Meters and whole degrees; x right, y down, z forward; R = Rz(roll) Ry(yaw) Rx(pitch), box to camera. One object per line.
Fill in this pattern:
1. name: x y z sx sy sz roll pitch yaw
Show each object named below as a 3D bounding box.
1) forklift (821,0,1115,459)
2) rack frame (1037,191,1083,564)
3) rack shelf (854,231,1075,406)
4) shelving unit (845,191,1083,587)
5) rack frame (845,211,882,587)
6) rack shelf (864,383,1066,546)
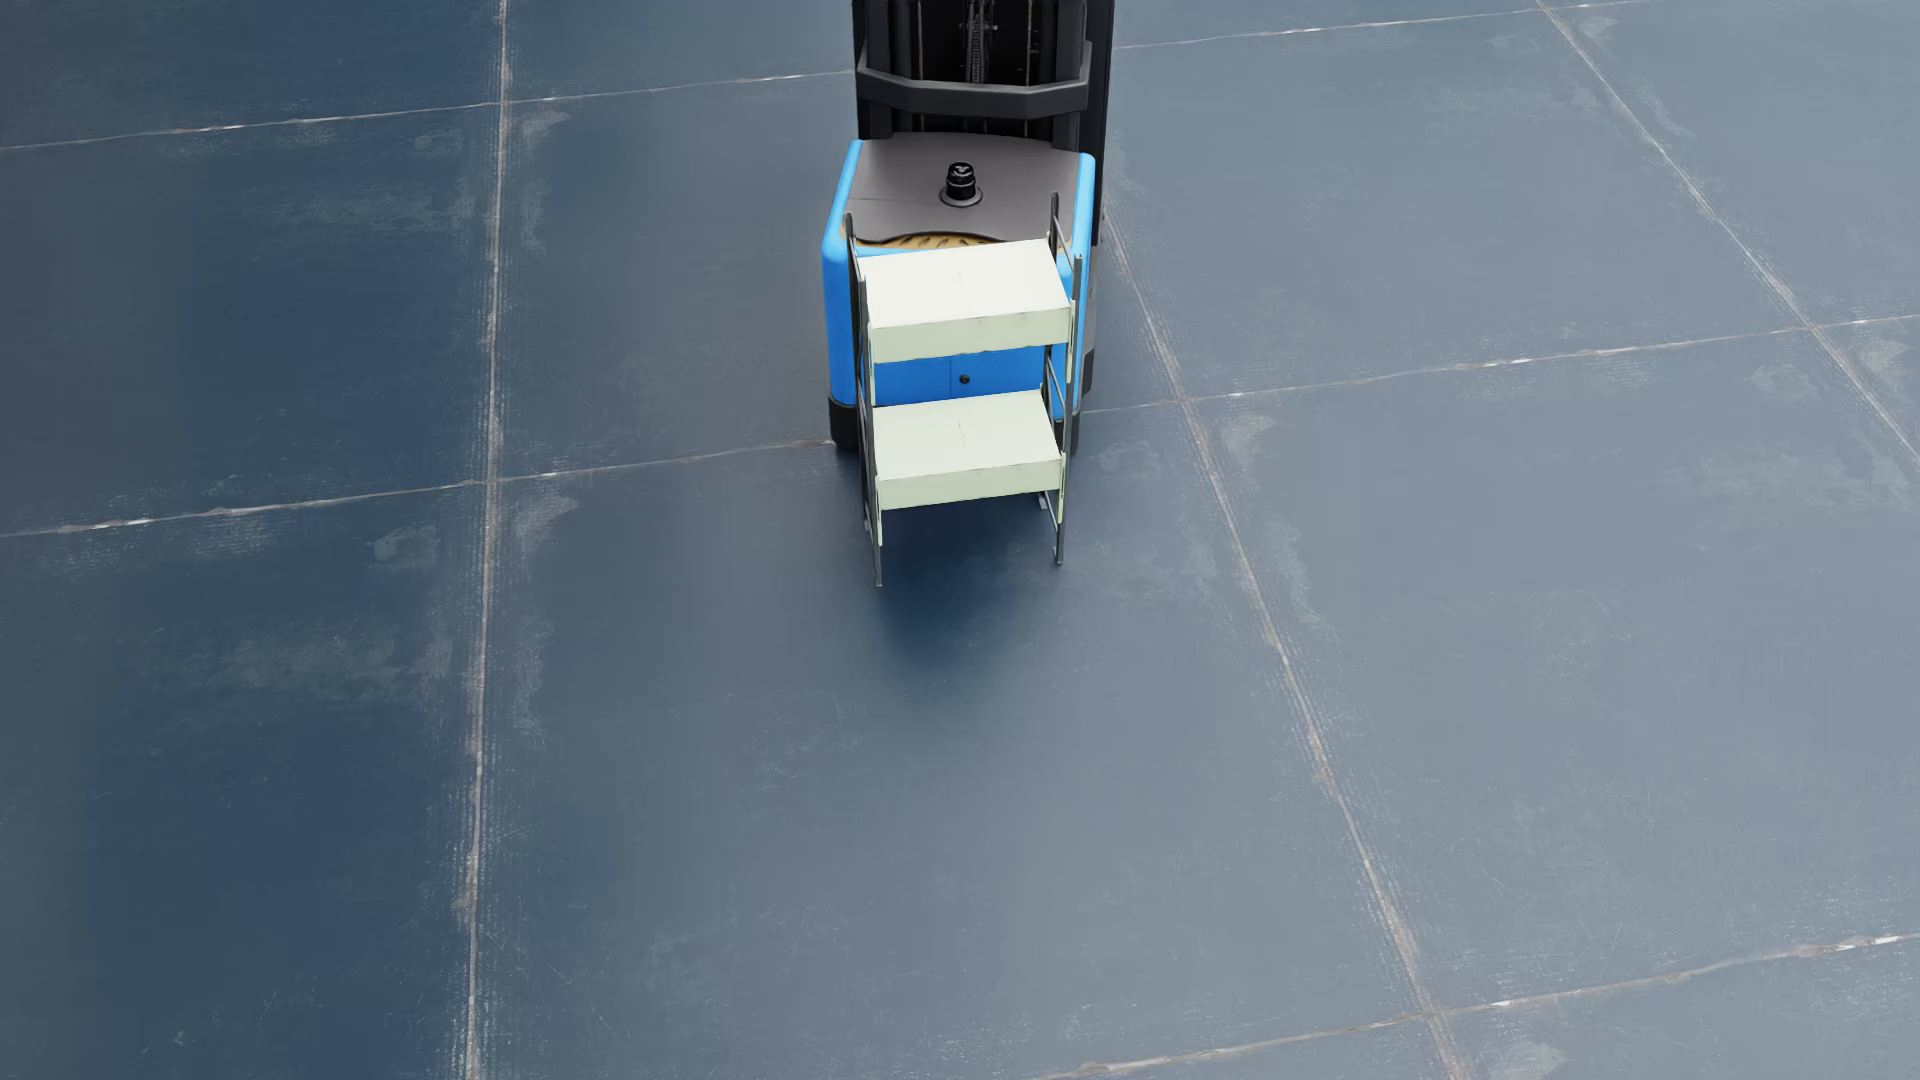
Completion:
1. forklift: 0.123 -2.399 7.026 1.130 2.935 3.031 4 46 4
2. rack frame: 0.367 -0.566 6.254 0.023 1.500 0.400 -7 46 -7
3. rack shelf: 0.007 -0.792 5.930 0.720 0.370 0.431 -7 46 -7
4. shelving unit: 0.007 -0.521 6.211 0.755 1.500 0.431 -7 46 -7
5. rack frame: -0.354 -0.476 6.167 0.023 1.500 0.400 -7 46 -7
6. rack shelf: 0.007 -0.295 6.445 0.720 0.370 0.431 -7 46 -7
